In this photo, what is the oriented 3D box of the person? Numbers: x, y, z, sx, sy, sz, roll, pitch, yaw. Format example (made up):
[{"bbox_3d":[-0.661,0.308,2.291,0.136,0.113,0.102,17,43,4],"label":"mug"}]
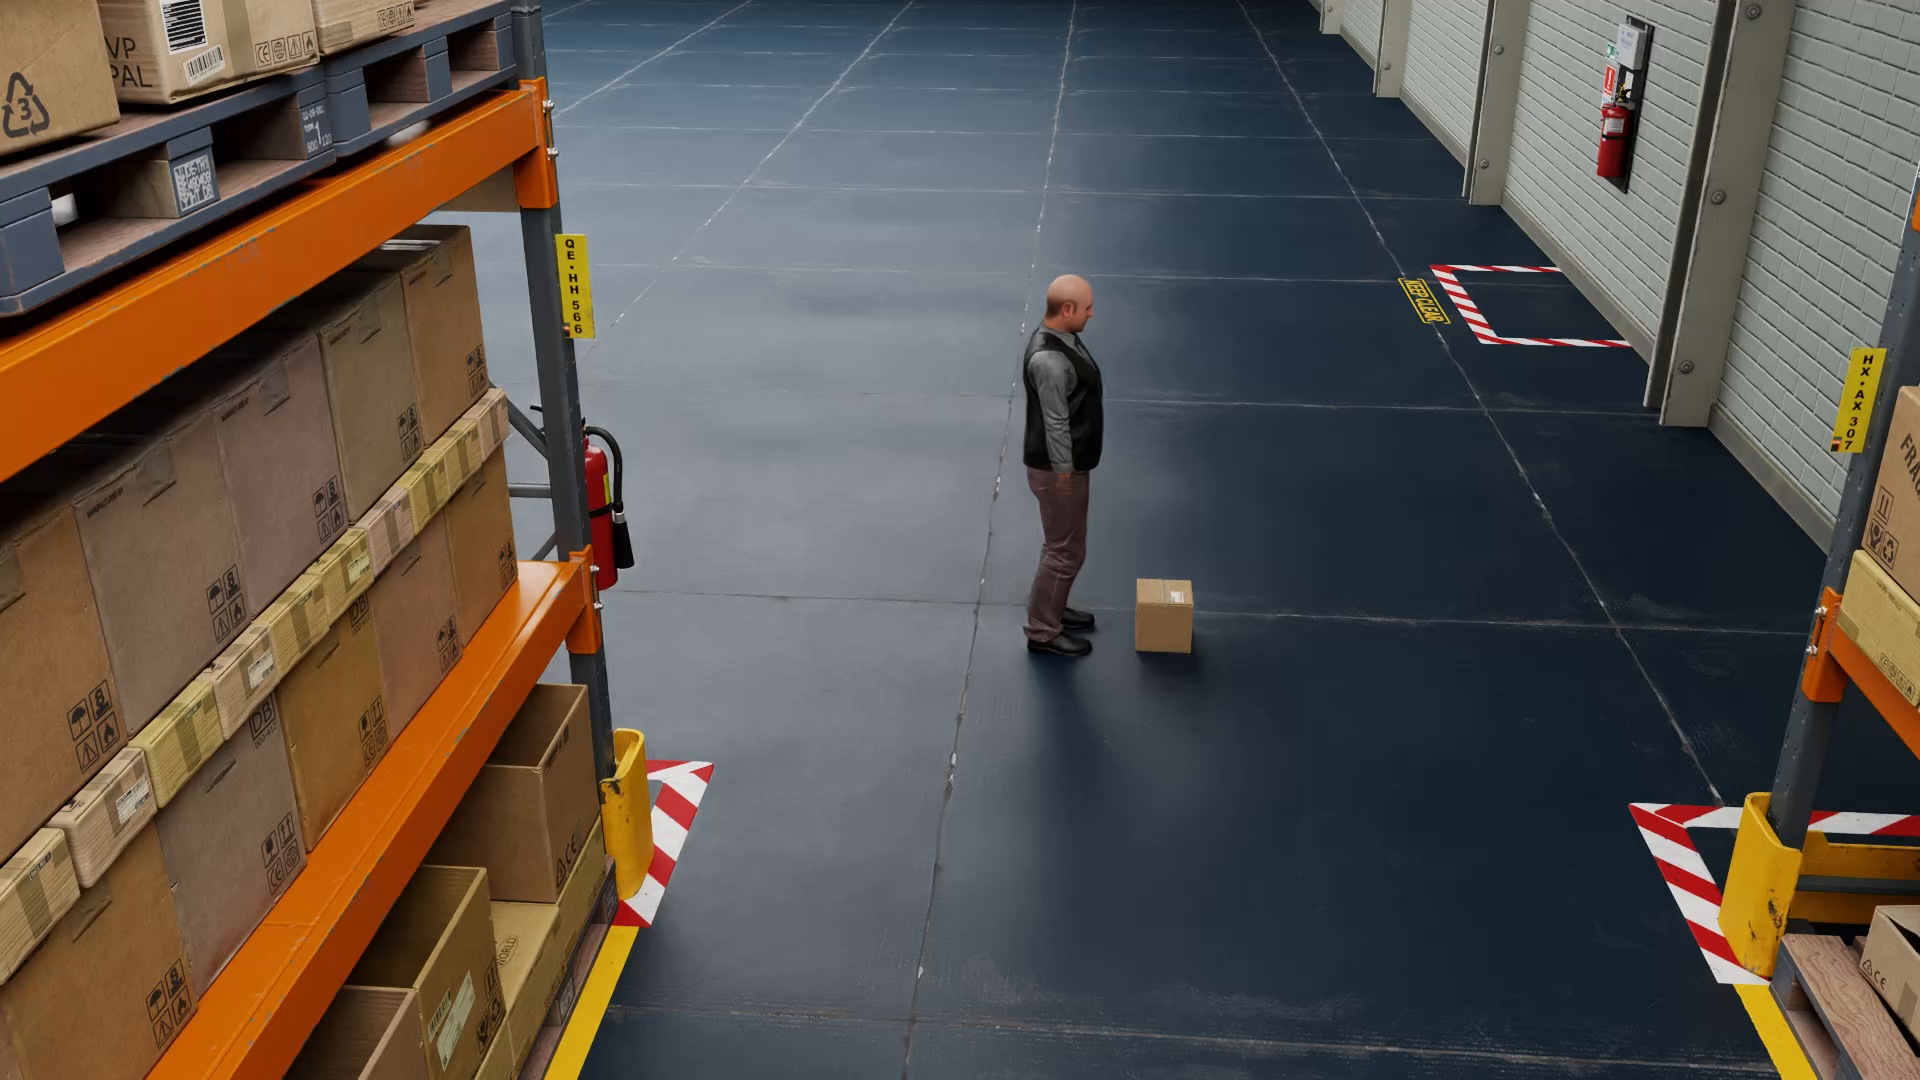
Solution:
[{"bbox_3d":[0.454,-0.340,7.405,0.355,1.716,0.534,2,24,5],"label":"person"}]
